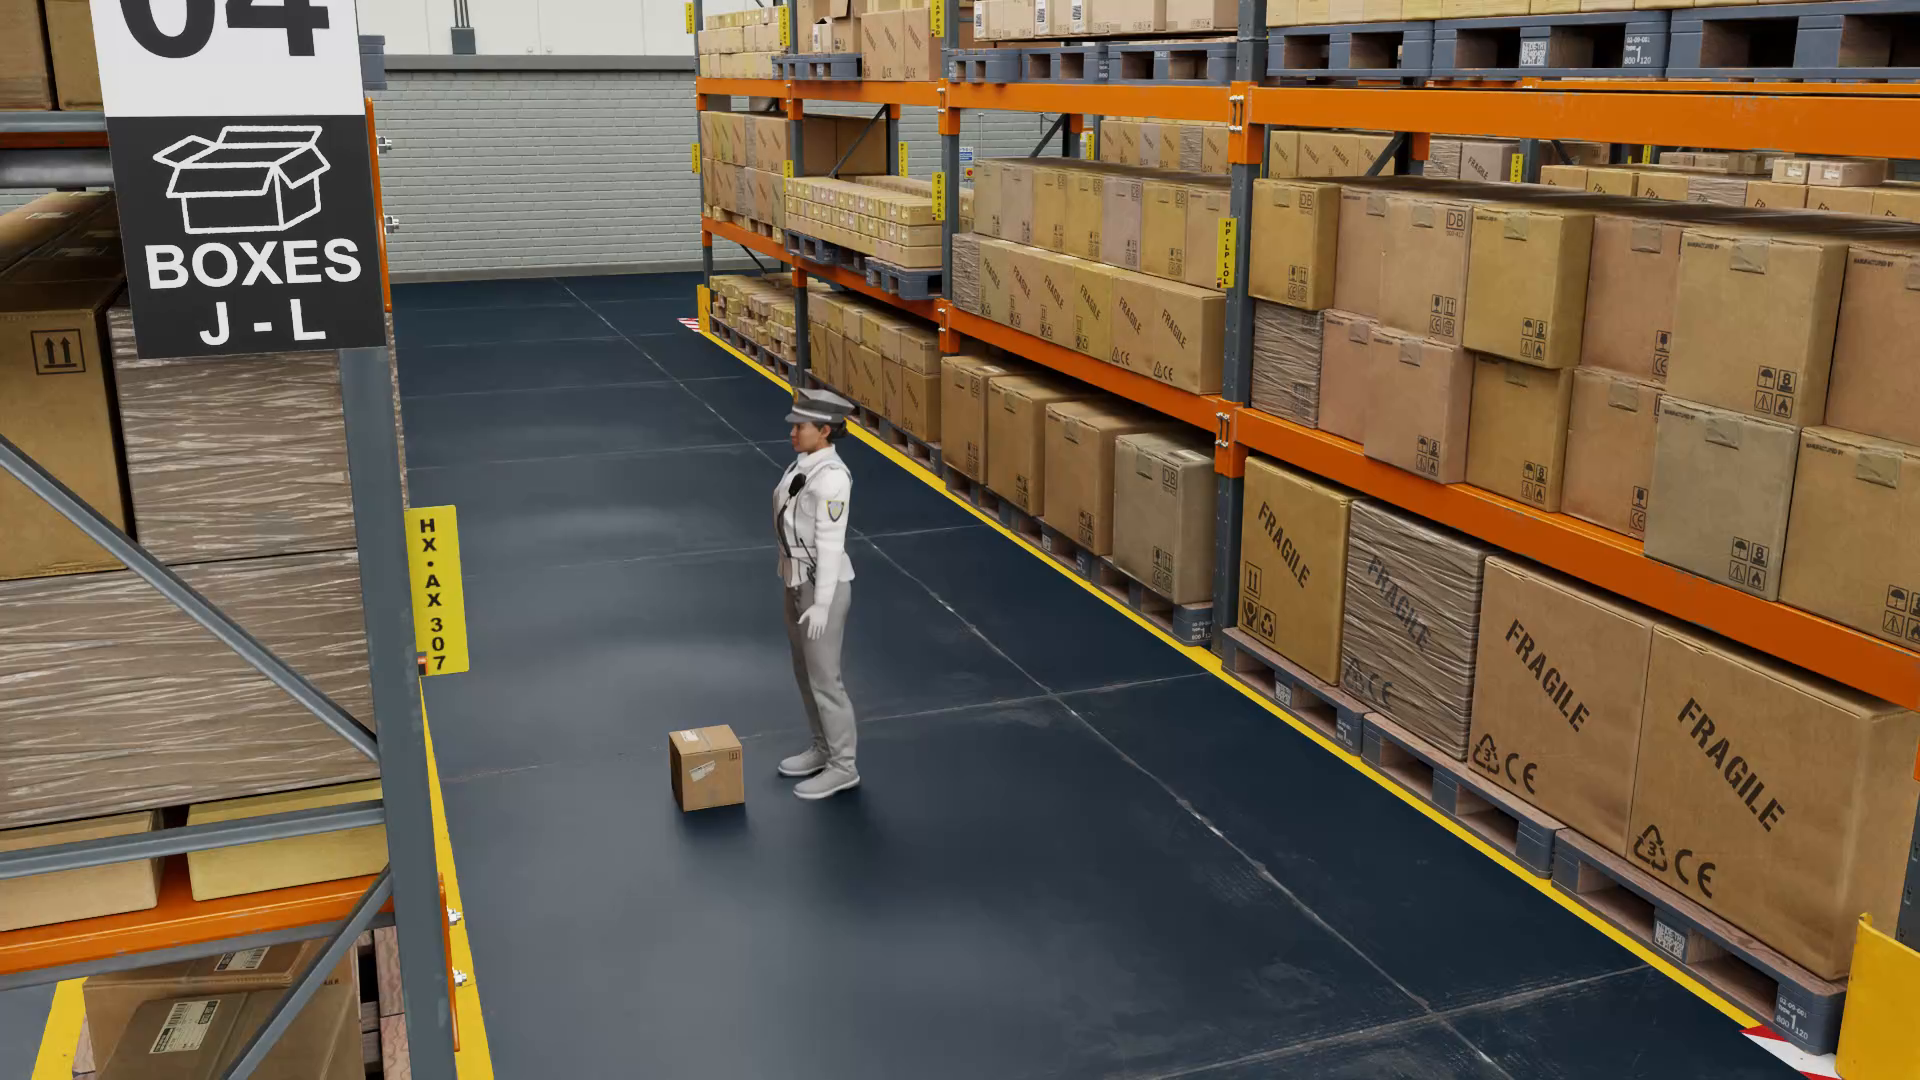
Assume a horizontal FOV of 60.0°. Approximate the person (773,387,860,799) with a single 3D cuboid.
[{"bbox_3d":[-0.592,0.206,6.770,0.345,1.687,0.466,-5,17,-19],"label":"person"}]
